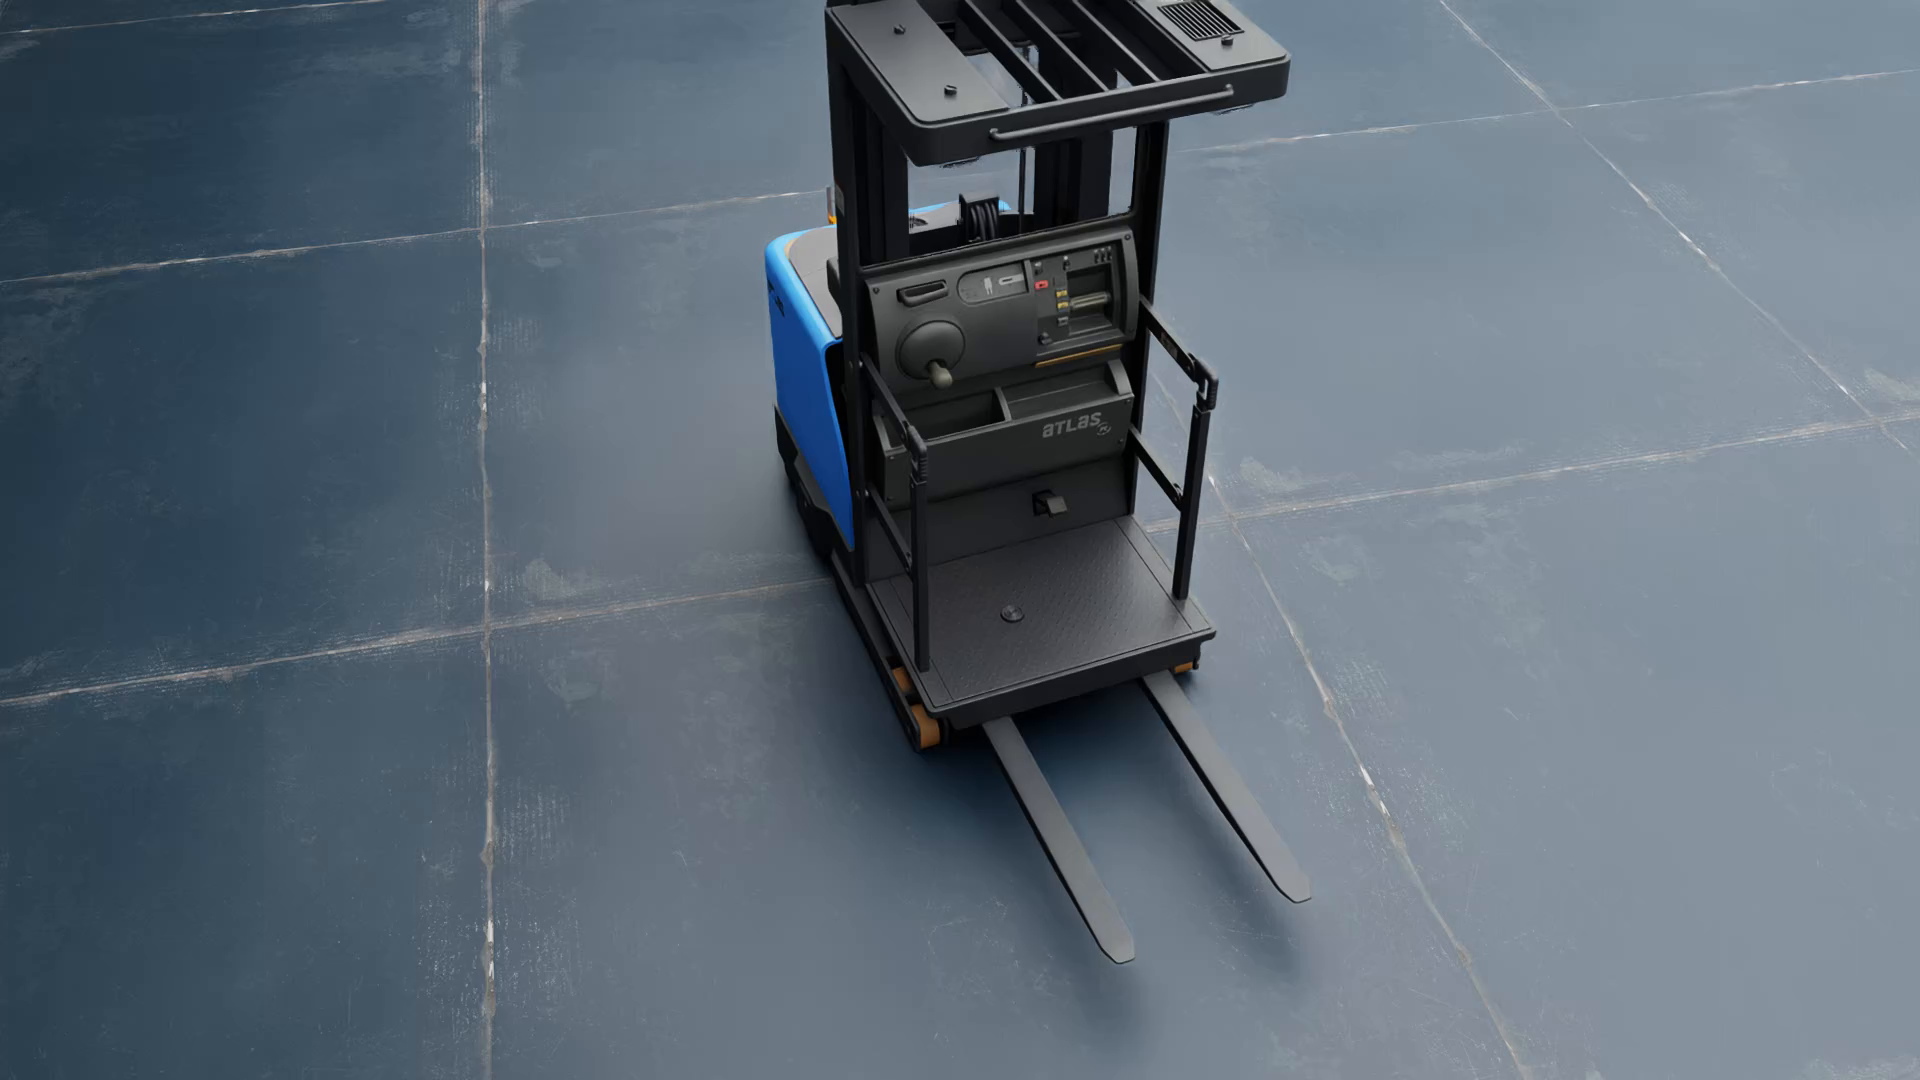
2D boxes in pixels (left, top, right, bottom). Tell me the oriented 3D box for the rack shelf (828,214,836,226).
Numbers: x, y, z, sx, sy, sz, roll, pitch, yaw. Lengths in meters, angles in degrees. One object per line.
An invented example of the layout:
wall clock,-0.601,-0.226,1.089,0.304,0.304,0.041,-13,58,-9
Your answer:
rack shelf,-0.404,-1.205,6.900,0.215,0.259,0.240,-15,42,-17

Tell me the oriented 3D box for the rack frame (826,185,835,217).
rack frame,-0.447,-1.068,7.162,0.200,1.050,0.008,-15,42,-17

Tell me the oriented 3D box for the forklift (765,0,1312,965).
forklift,0.233,-0.674,5.302,1.130,2.935,3.031,-15,44,-16

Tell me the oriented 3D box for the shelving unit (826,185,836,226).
shelving unit,-0.401,-0.996,7.075,0.215,1.050,0.252,-15,42,-17
